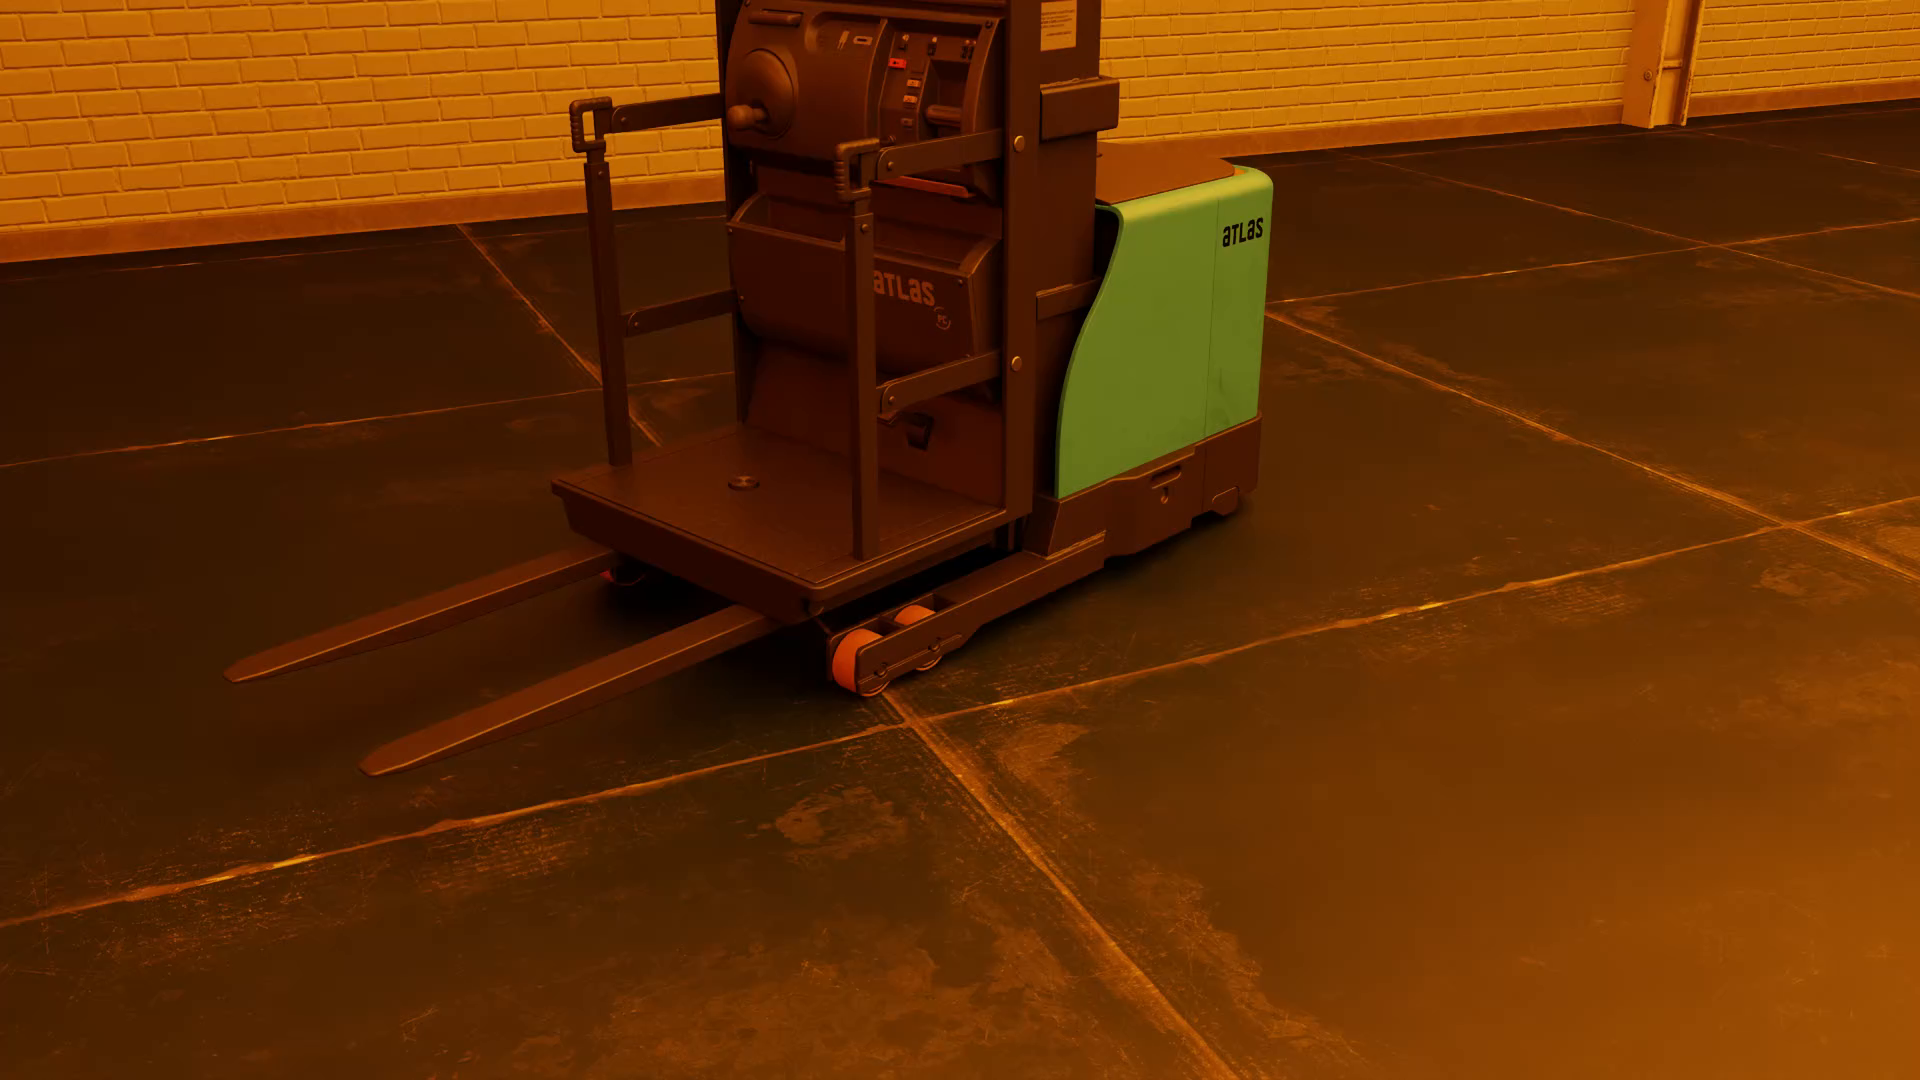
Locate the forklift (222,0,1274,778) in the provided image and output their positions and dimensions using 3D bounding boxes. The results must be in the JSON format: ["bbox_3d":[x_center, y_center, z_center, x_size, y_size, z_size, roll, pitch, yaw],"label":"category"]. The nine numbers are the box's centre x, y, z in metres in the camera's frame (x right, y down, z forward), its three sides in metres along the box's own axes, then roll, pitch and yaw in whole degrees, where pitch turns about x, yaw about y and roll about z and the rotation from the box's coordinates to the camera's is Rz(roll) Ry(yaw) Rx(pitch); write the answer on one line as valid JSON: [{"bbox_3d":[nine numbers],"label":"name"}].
[{"bbox_3d":[-0.413,-1.182,4.131,1.130,2.935,3.031,19,29,39],"label":"forklift"}]
